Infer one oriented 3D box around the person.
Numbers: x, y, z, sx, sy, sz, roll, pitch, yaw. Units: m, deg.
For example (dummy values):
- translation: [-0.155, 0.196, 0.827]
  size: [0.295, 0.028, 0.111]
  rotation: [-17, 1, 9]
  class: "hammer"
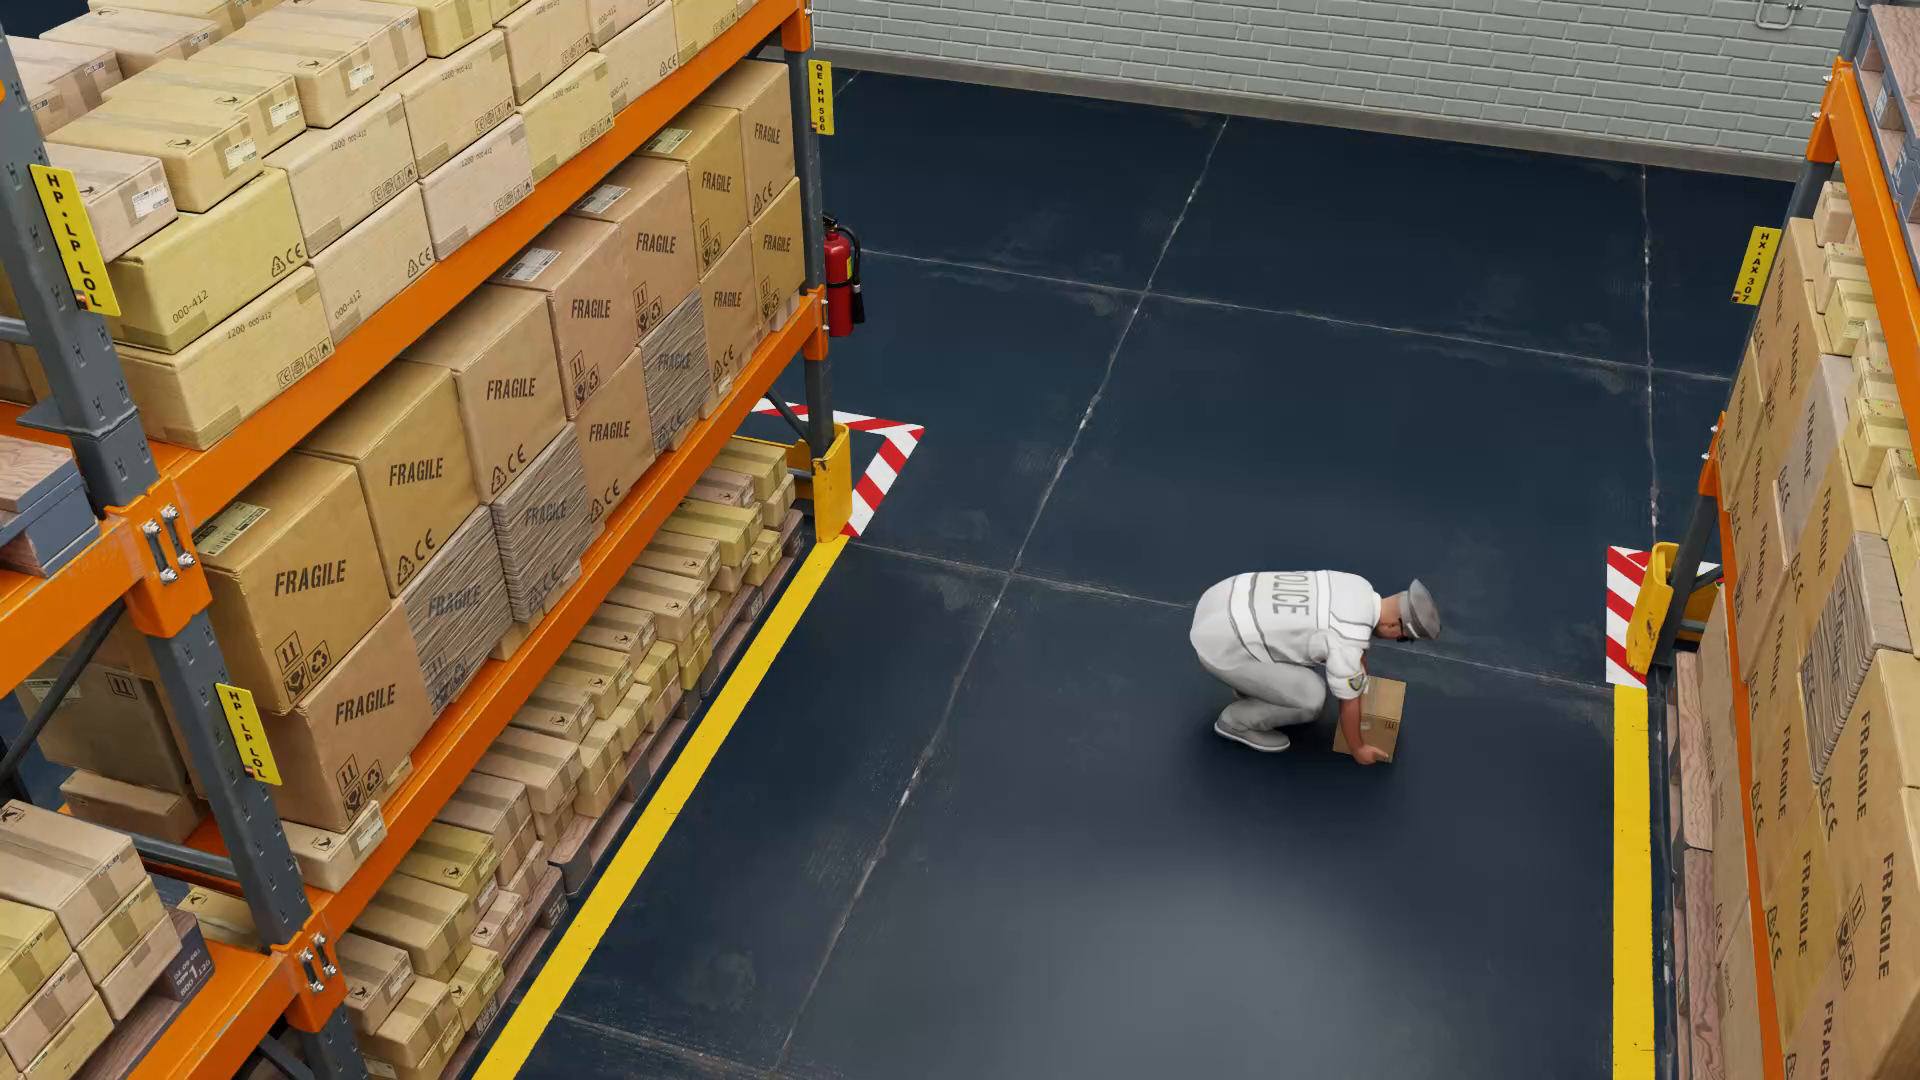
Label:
- translation: [1.480, 0.497, 7.037]
  size: [1.009, 0.845, 0.534]
  rotation: [10, 38, 13]
  class: "person"
